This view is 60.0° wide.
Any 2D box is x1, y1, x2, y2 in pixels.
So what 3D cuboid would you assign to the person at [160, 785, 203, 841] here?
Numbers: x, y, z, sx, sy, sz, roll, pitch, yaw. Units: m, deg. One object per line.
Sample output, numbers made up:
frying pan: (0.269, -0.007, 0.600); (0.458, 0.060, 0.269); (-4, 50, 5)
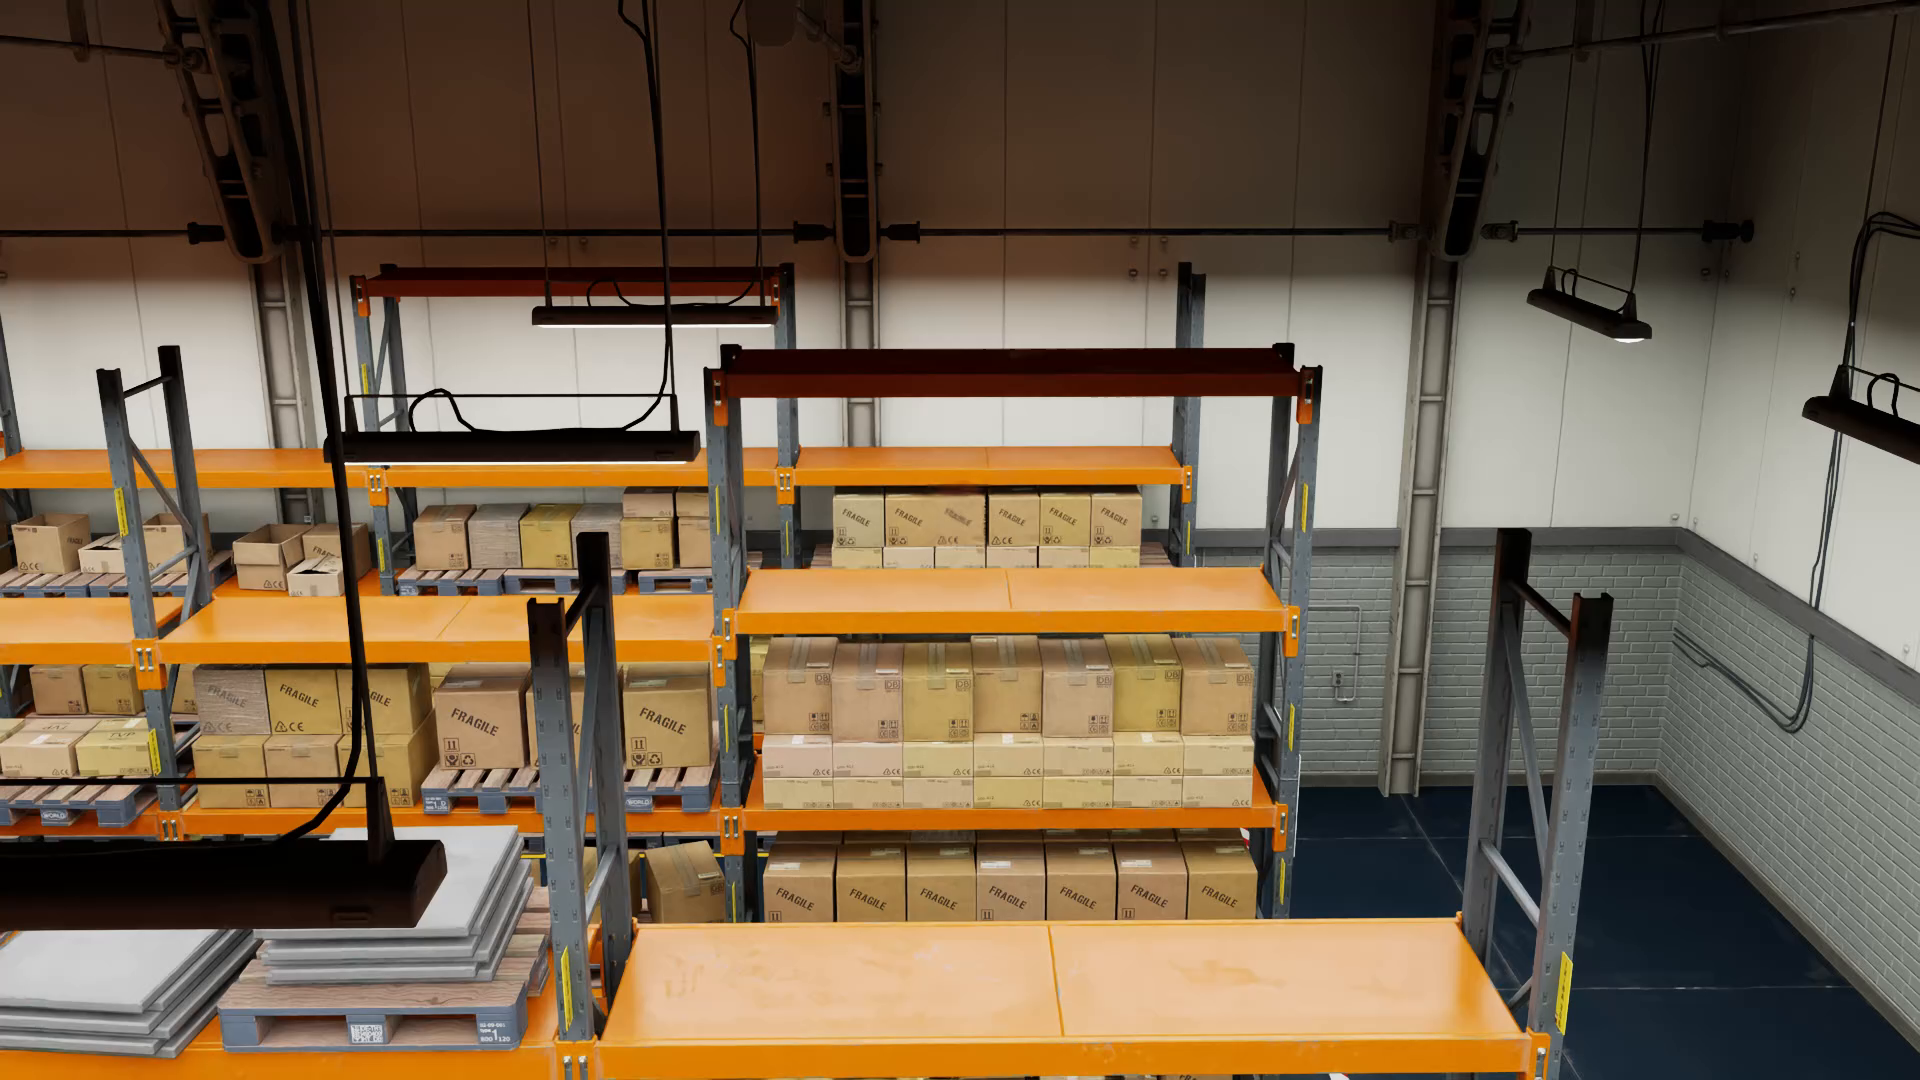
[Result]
person: (-7.232, 2.920, 15.537); (0.457, 1.659, 0.492); (3, 17, 12)
